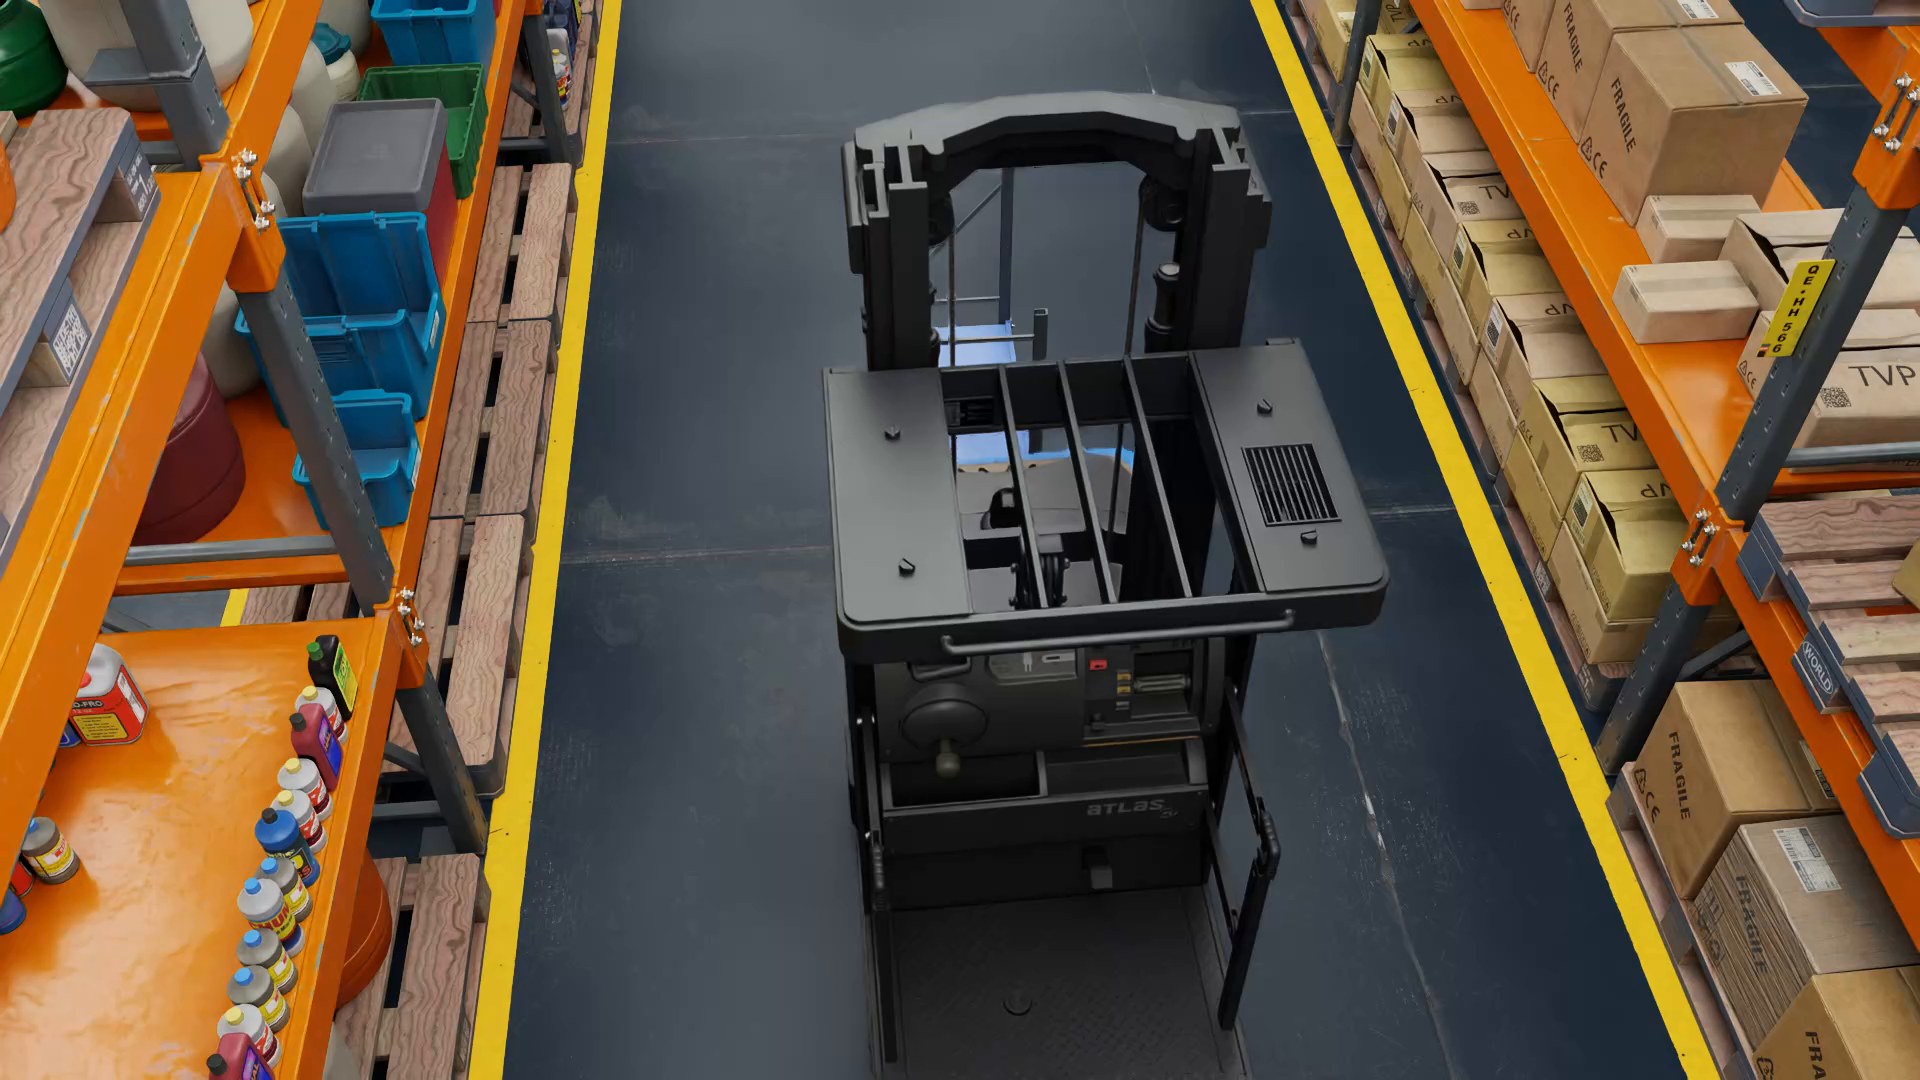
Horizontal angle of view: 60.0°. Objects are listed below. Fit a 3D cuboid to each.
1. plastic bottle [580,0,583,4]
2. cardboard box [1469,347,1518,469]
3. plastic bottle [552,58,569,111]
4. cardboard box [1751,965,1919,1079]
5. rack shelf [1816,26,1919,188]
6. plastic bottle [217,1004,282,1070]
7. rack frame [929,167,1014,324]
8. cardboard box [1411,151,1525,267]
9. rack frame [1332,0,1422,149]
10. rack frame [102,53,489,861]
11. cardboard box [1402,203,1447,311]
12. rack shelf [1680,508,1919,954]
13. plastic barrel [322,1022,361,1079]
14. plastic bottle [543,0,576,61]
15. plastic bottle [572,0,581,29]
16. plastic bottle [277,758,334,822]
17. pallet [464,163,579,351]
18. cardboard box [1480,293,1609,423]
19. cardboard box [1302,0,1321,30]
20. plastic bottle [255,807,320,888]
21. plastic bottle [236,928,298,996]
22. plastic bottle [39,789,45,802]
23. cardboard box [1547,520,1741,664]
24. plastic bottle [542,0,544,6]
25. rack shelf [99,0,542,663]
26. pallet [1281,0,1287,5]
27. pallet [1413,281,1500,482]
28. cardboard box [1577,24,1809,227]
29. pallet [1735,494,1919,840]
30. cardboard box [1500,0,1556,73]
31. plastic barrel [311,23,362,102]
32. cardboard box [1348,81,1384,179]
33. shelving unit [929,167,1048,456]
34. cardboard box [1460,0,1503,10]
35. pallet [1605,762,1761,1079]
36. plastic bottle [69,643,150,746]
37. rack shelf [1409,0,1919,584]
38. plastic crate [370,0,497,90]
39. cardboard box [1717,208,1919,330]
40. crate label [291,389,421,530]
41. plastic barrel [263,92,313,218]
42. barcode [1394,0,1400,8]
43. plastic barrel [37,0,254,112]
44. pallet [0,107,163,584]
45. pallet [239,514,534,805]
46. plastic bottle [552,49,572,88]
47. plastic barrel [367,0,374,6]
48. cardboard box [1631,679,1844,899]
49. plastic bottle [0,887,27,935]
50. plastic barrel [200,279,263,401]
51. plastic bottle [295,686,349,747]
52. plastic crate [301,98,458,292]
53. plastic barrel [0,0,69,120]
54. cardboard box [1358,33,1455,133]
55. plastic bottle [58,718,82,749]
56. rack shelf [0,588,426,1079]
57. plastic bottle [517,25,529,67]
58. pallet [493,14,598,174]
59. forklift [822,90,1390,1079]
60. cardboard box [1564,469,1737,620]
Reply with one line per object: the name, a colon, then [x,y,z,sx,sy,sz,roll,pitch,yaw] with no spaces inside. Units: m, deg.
plastic bottle: [-2.178,-3.147,9.186,0.144,0.351,0.185,-4,47,-4]
cardboard box: [2.425,-0.559,6.818,0.500,0.250,0.500,-3,47,-2]
plastic bottle: [-2.063,-2.323,8.461,0.097,0.271,0.097,0,47,0]
cardboard box: [2.638,1.539,4.645,0.500,0.500,0.500,-4,47,-4]
rack shelf: [2.631,-2.488,5.470,1.077,0.370,4.000,-3,47,-3]
plastic bottle: [-1.611,1.121,3.760,0.097,0.201,0.097,0,47,0]
rack frame: [-0.050,-0.945,6.612,0.500,1.500,0.032,-3,47,-3]
cardboard box: [2.331,-1.492,7.316,0.500,0.311,0.500,-5,47,-5]
rack frame: [2.463,-3.151,7.669,1.000,3.000,0.127,-3,47,-3]
rack frame: [-2.138,0.041,4.645,1.000,3.000,0.127,-3,47,-3]
cardboard box: [2.338,-1.299,7.519,0.500,0.250,0.500,-5,47,-5]
rack shelf: [2.966,1.437,3.819,1.077,0.370,4.000,-3,47,-3]
plastic barrel: [-1.944,1.508,4.680,0.421,0.512,0.421,0,47,0]
plastic bottle: [-2.127,-2.703,8.765,0.144,0.351,0.185,-2,47,-2]
plastic bottle: [-2.115,-2.938,9.034,0.061,0.283,0.133,-2,47,-2]
plastic bottle: [-1.668,0.628,4.227,0.097,0.201,0.097,0,47,0]
pallet: [-2.369,-1.328,7.863,1.003,0.211,1.213,-3,47,-3]
cardboard box: [2.419,-0.754,6.617,0.500,0.311,0.500,-4,47,-4]
cardboard box: [2.175,-3.035,9.163,0.500,0.250,0.500,-3,47,-3]
plastic bottle: [-1.652,0.744,4.068,0.097,0.271,0.097,0,47,0]
plastic bottle: [-1.628,0.980,3.893,0.097,0.201,0.097,0,47,0]
plastic bottle: [-2.433,0.598,4.255,0.097,0.201,0.097,0,47,0]
cardboard box: [2.511,0.178,6.120,0.500,0.250,0.500,-2,47,-2]
plastic bottle: [-2.324,-3.094,9.187,0.152,0.276,0.135,-3,47,-3]
rack shelf: [-2.306,-1.159,6.277,1.077,0.370,4.000,-3,47,-3]
pallet: [2.333,-3.655,10.066,1.003,0.211,1.213,-3,47,-3]
pallet: [2.669,-0.777,7.341,1.003,0.211,1.213,-3,47,-3]
cardboard box: [2.641,-1.505,6.040,0.500,0.500,0.500,-6,47,-5]
pallet: [2.925,0.295,4.537,1.213,0.211,1.003,-3,47,-3]
cardboard box: [2.555,-2.248,6.744,0.500,0.500,0.500,0,47,0]
plastic barrel: [-2.515,-1.839,6.521,0.301,0.262,0.301,0,47,0]
cardboard box: [2.250,-2.043,8.224,0.500,0.250,0.500,-5,47,-4]
shelving unit: [-0.007,-0.577,6.264,0.538,1.500,1.048,-3,47,-3]
cardboard box: [2.334,-2.412,7.141,0.380,0.149,0.250,-3,47,-3]
pallet: [2.823,1.244,5.427,1.003,0.211,1.213,-3,47,-3]
plastic bottle: [-2.272,0.407,4.384,0.152,0.276,0.135,-3,47,-3]
rack shelf: [2.631,-1.457,6.559,1.077,0.370,4.000,-3,47,-3]
plastic crate: [-2.071,-2.068,6.654,0.392,0.384,0.575,-3,47,-3]
cardboard box: [2.916,-0.886,5.584,0.500,0.311,0.500,-4,47,-4]
crate label: [-1.800,-0.229,5.016,0.303,0.233,0.416,-3,47,-3]
plastic barrel: [-2.514,-1.350,5.869,0.433,0.535,0.433,0,47,0]
barcode: [2.070,-2.563,7.869,0.001,0.075,0.075,-3,47,-3]
plastic barrel: [-1.859,-1.272,3.746,0.421,0.512,0.421,0,47,0]
pallet: [-2.172,-0.366,3.095,1.003,0.211,1.213,-3,47,-3]
pallet: [-2.164,0.437,6.191,1.003,0.211,1.213,-3,47,-3]
plastic bottle: [-2.080,-2.446,8.625,0.097,0.201,0.097,0,47,0]
plastic barrel: [-2.743,-2.728,6.922,0.600,0.901,0.708,-3,47,-3]
cardboard box: [2.551,0.798,5.347,0.500,0.500,0.500,-2,47,-2]
plastic bottle: [-2.342,0.835,3.982,0.097,0.271,0.097,0,47,0]
plastic barrel: [-2.437,-0.729,5.297,0.421,0.512,0.421,0,47,0]
plastic bottle: [-1.688,0.461,4.385,0.097,0.201,0.097,0,47,0]
plastic crate: [-1.969,-1.169,5.747,0.402,0.464,0.583,-3,47,-3]
plastic barrel: [-2.210,-1.113,3.779,0.294,0.245,0.294,0,47,0]
cardboard box: [2.250,-2.229,8.013,0.500,0.311,0.500,-3,47,-3]
plastic bottle: [-2.424,0.416,4.375,0.152,0.276,0.135,-3,47,-3]
rack shelf: [-1.971,1.735,3.536,1.077,0.370,4.000,-3,47,-3]
plastic bottle: [-2.271,-2.694,8.757,0.144,0.351,0.185,-3,47,-3]
pallet: [-2.488,-2.383,8.861,1.003,0.211,1.213,-3,47,-3]
forklift: [0.262,0.506,4.252,1.130,2.935,3.031,-4,47,-4]
cardboard box: [2.509,-0.013,5.915,0.500,0.311,0.500,-2,47,-2]
